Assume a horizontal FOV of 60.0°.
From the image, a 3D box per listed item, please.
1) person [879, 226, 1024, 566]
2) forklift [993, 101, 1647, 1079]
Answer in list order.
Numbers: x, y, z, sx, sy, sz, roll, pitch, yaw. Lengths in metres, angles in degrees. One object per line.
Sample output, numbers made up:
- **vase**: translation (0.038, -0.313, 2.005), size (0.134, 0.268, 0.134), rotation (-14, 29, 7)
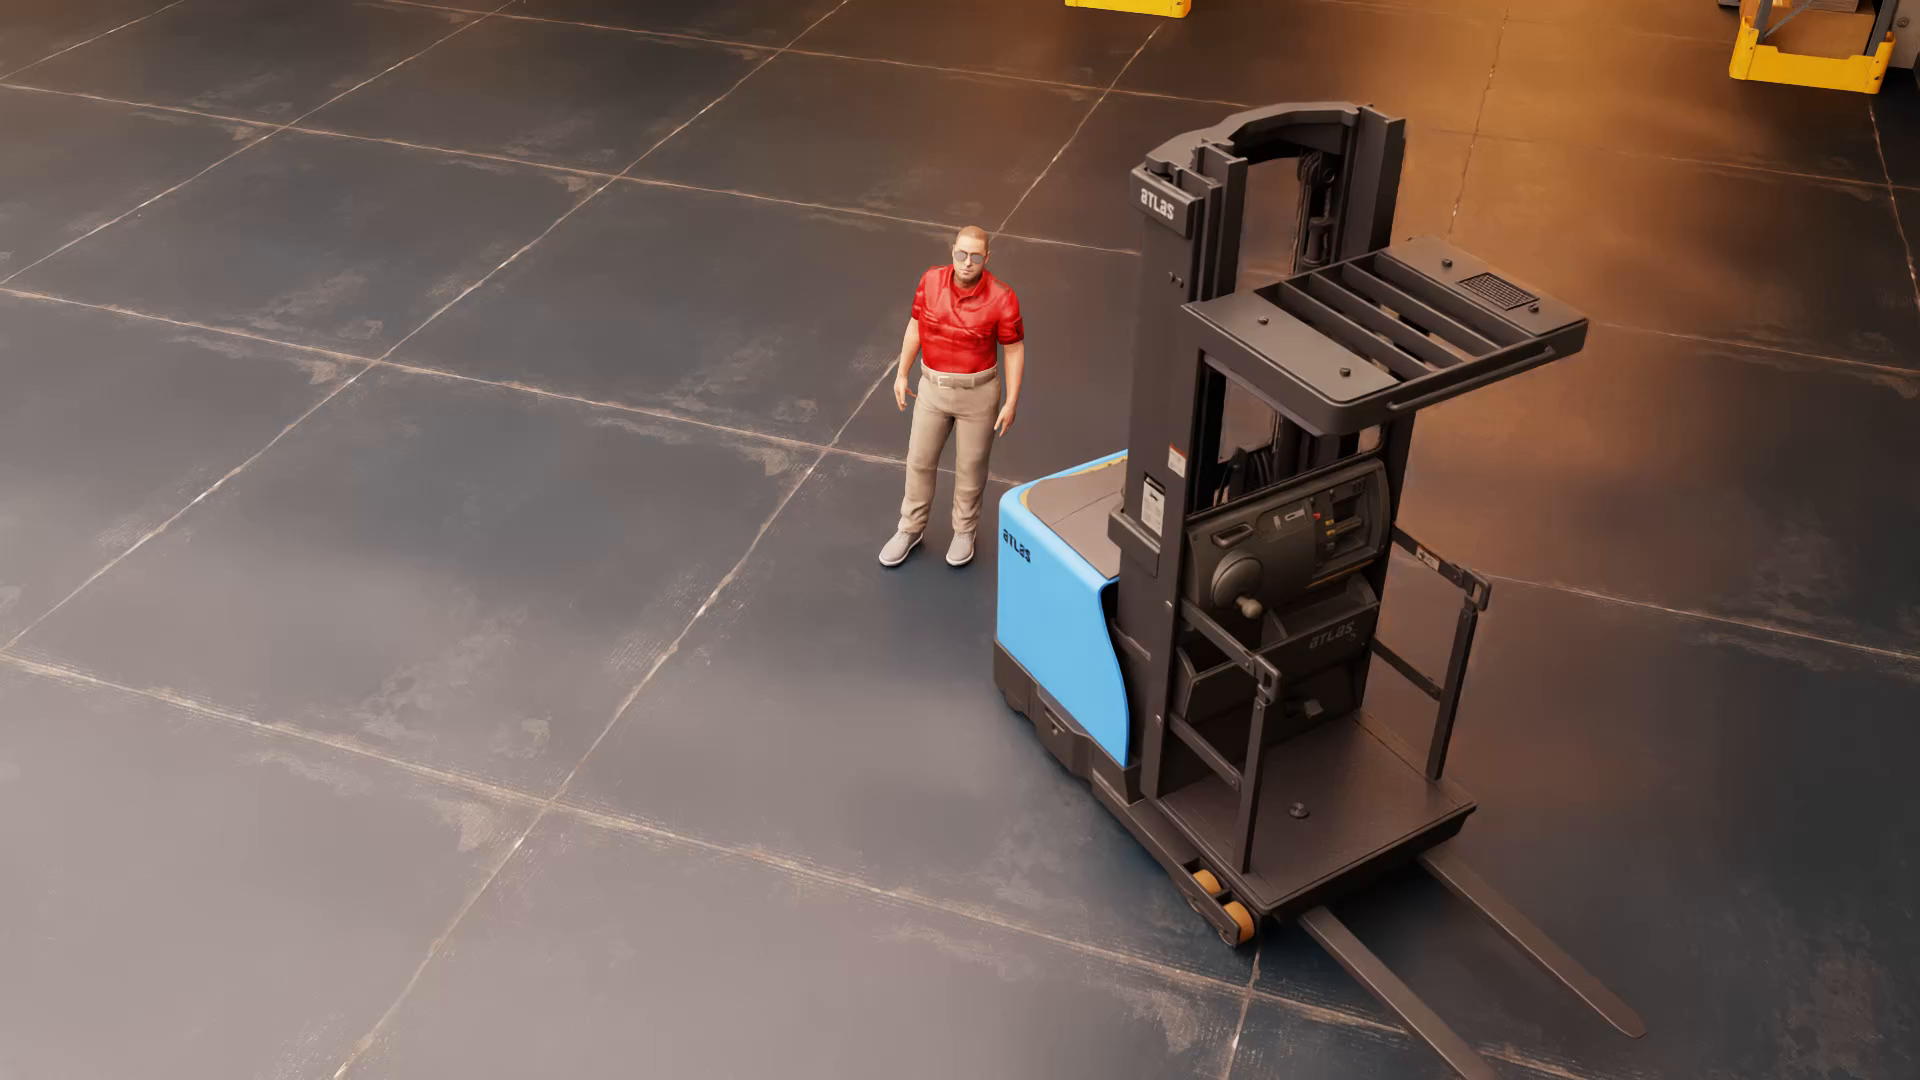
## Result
- **person**: translation (-0.042, -0.664, 8.075), size (0.640, 1.727, 0.551), rotation (12, 37, 16)
- **forklift**: translation (1.342, 0.061, 6.024), size (1.130, 2.935, 3.031), rotation (-19, 40, -25)
